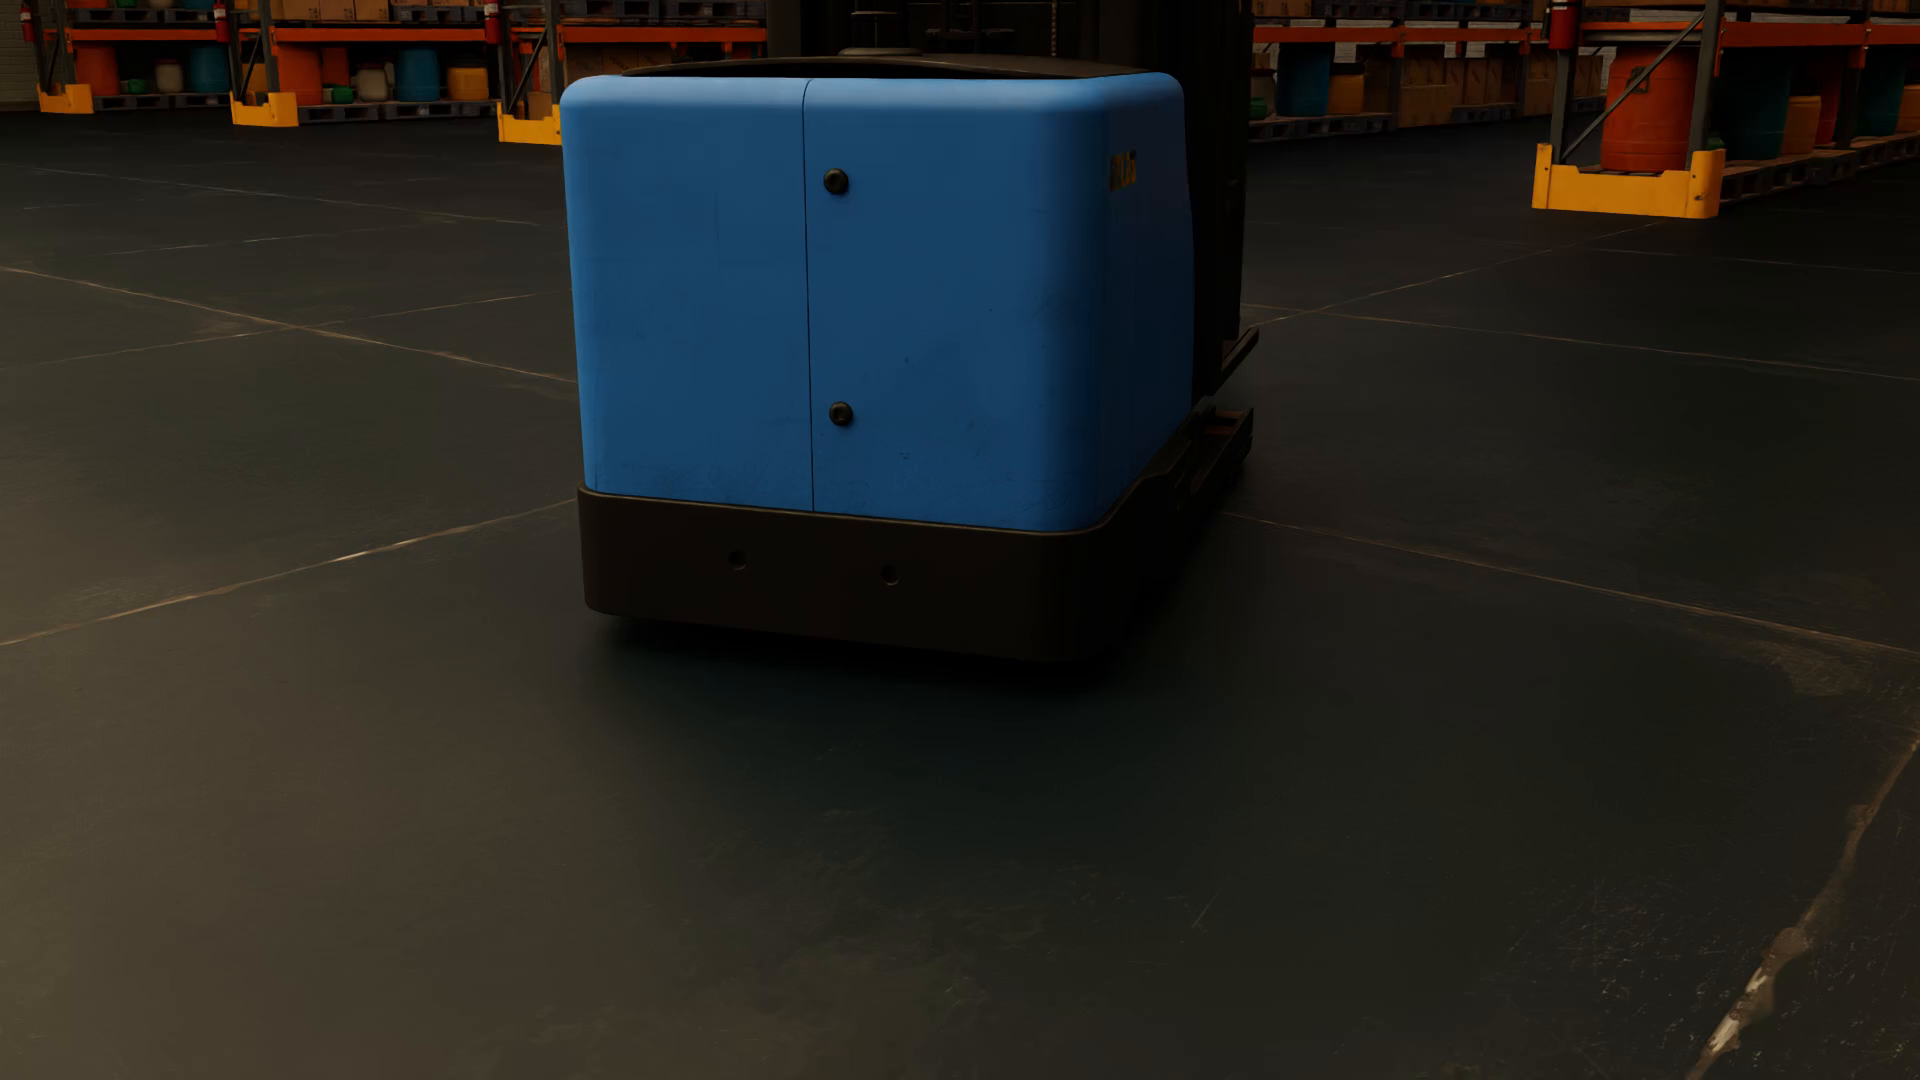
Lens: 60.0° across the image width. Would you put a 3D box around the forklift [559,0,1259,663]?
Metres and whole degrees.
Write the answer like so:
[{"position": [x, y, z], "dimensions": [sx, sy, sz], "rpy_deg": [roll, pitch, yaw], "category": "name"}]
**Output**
[{"position": [0.182, -1.571, 4.072], "dimensions": [1.130, 2.935, 3.031], "rpy_deg": [5, 18, 17], "category": "forklift"}]
